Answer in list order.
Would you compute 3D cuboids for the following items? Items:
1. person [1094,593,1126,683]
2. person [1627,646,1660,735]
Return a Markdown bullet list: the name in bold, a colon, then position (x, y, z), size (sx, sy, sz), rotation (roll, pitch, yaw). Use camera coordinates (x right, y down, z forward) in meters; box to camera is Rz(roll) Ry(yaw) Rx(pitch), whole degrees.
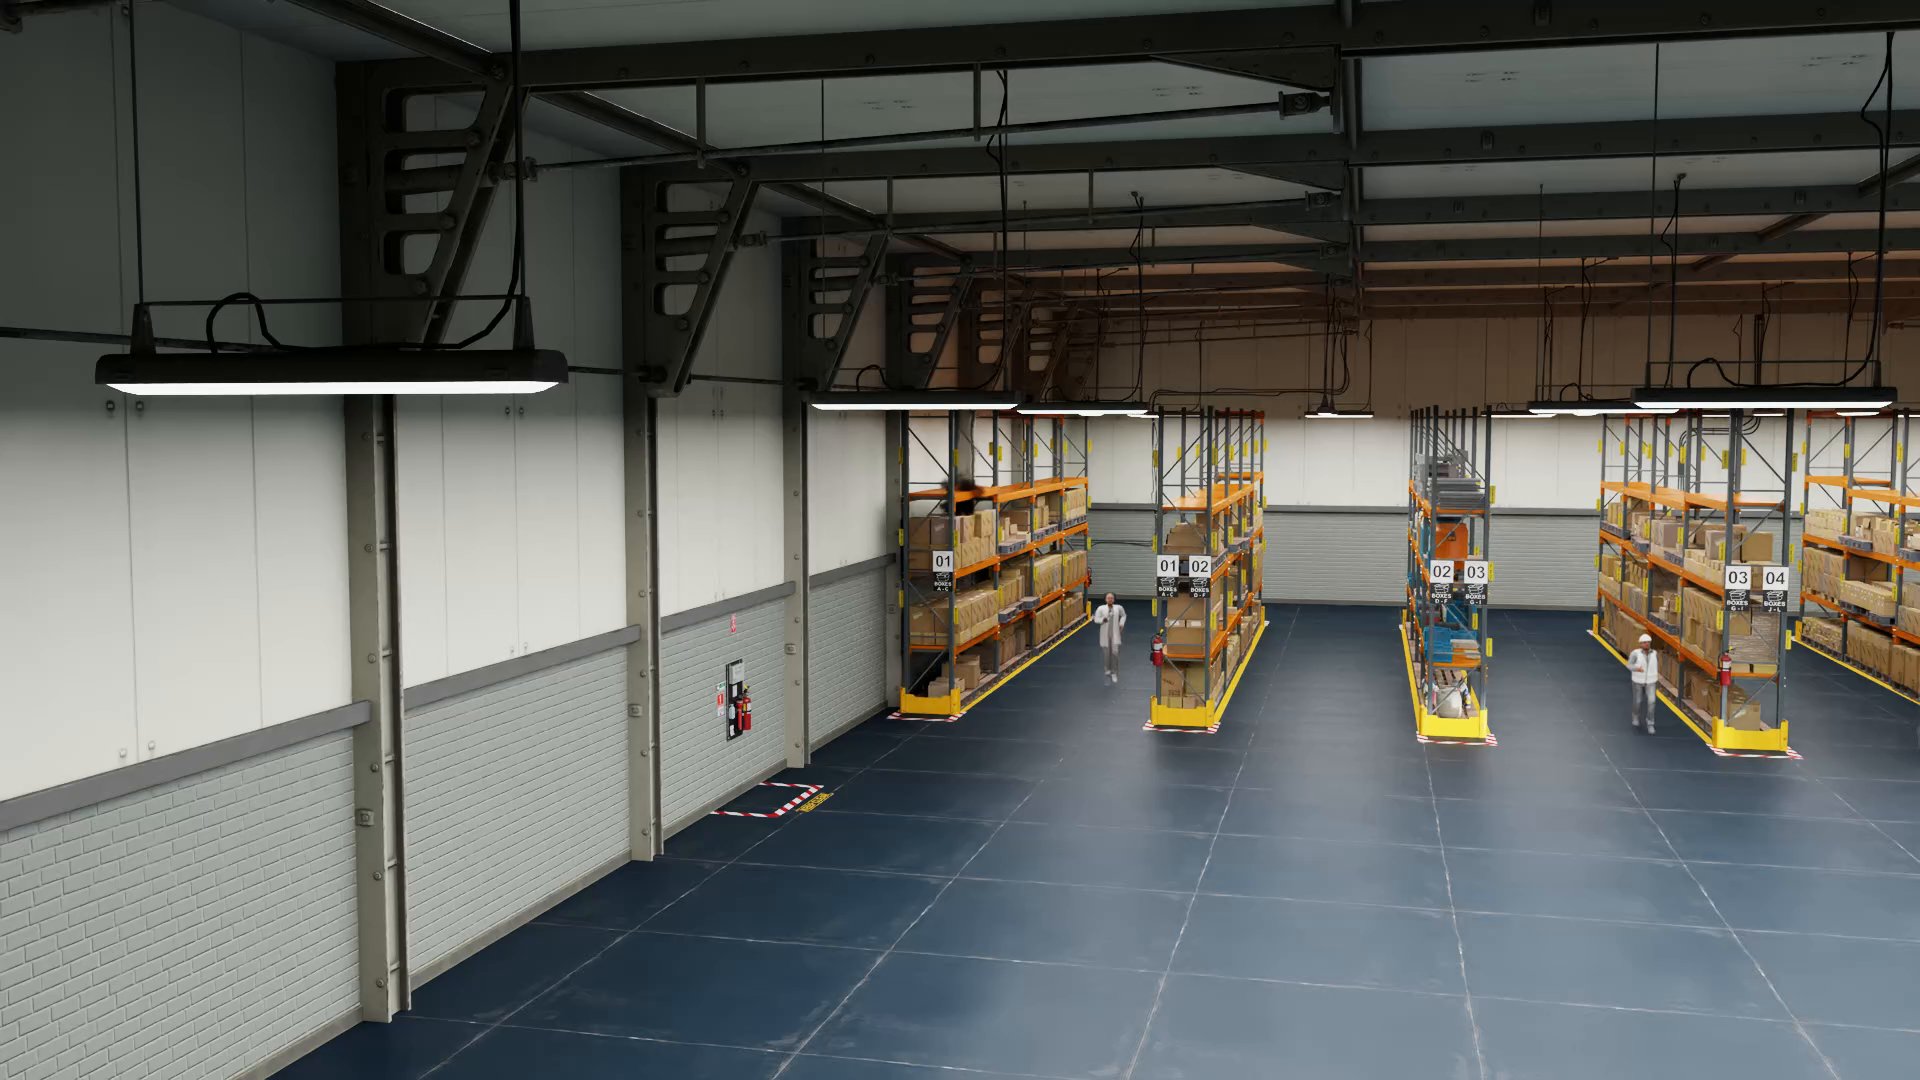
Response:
- **person**: position (3.205, 2.080, 35.422), size (0.685, 1.882, 0.774), rotation (0, 4, 3)
- **person**: position (12.628, 2.745, 30.746), size (0.610, 1.562, 0.882), rotation (1, 4, 14)
